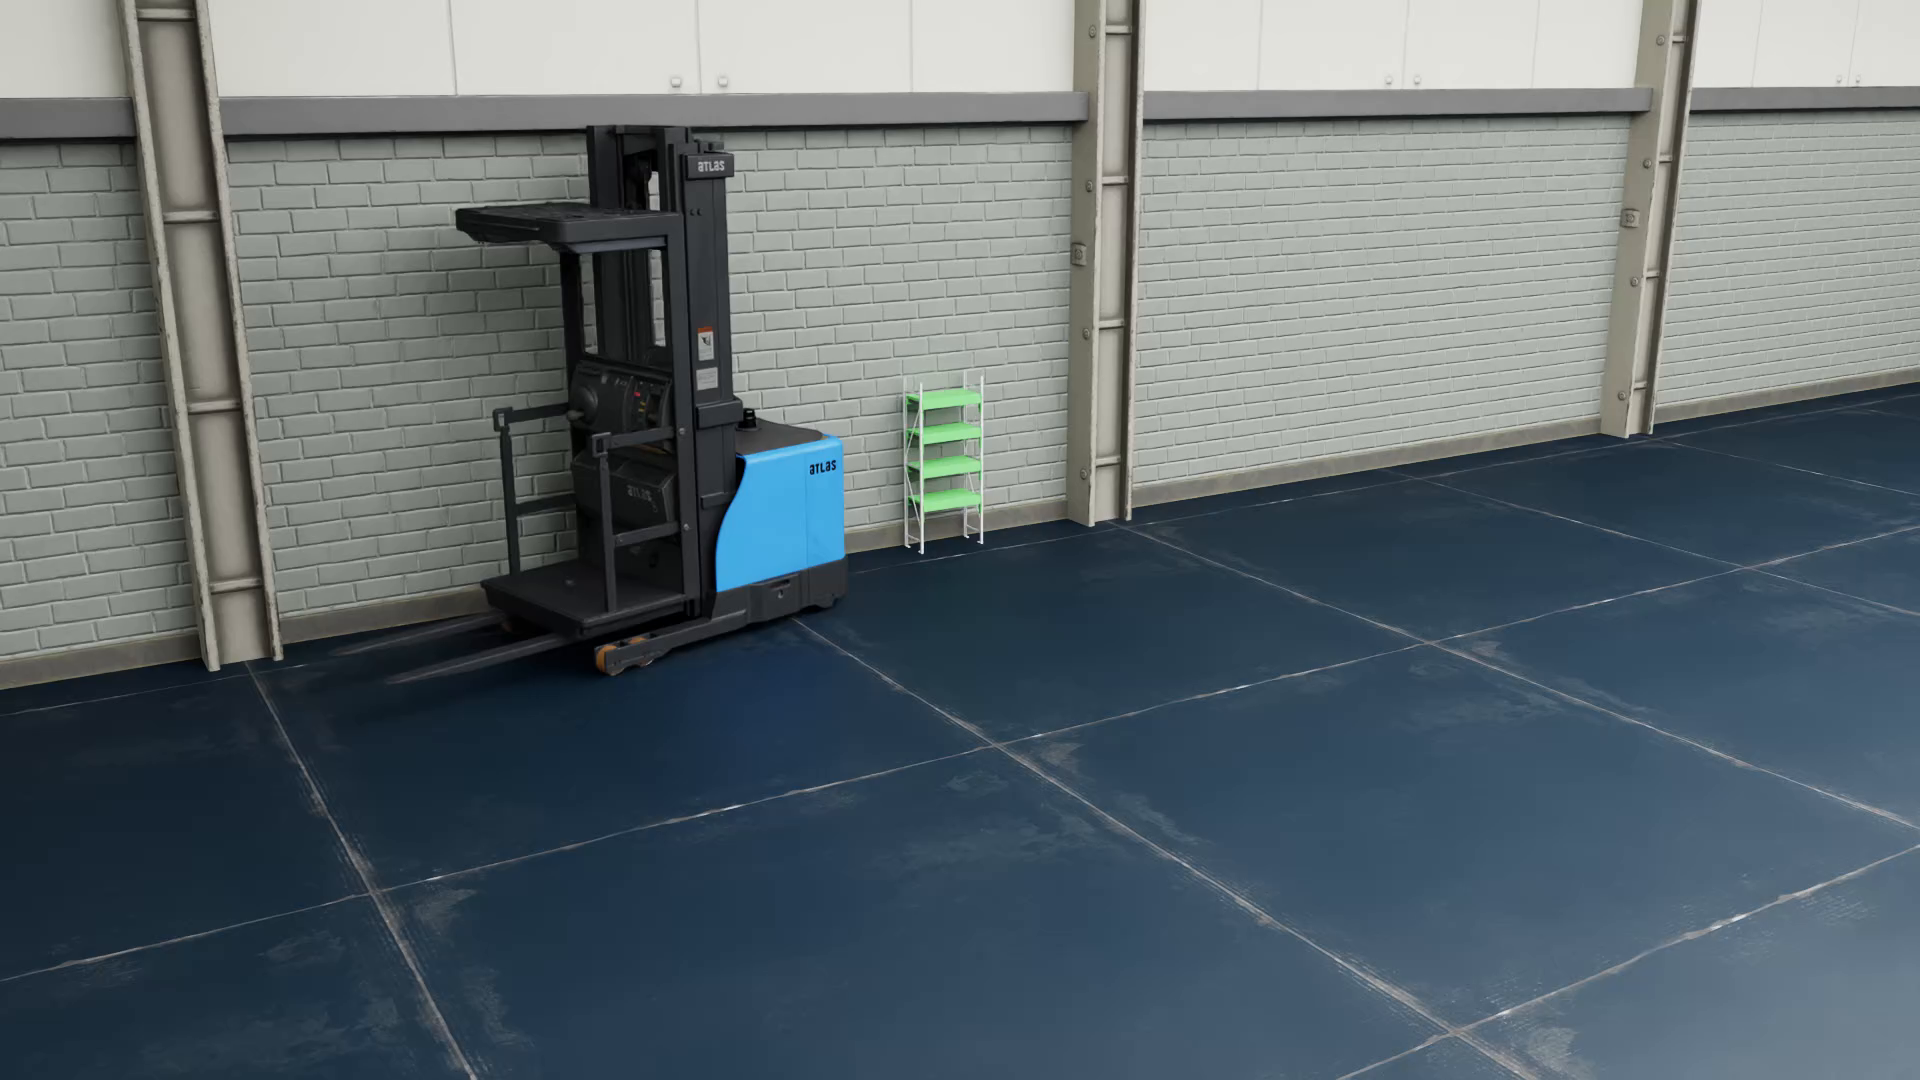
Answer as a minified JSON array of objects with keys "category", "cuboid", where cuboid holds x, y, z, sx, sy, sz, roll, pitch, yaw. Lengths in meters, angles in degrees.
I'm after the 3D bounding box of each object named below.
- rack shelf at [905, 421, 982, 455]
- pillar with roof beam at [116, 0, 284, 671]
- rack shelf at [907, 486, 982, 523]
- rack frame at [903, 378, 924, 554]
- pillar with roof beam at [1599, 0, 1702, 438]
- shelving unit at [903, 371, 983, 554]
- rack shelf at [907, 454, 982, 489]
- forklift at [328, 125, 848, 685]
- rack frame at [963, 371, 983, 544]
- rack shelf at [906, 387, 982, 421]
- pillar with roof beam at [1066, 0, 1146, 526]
[{"category":"rack shelf","cuboid":[-0.116,-0.714,11.579,0.480,0.148,0.258,-9,18,-30]},{"category":"pillar with roof beam","cuboid":[-1.887,-2.665,4.744,0.400,9.000,9.100,-9,18,-30]},{"category":"rack shelf","cuboid":[-0.115,-0.251,11.707,0.480,0.148,0.258,-9,18,-30]},{"category":"rack frame","cuboid":[-0.324,-0.510,11.503,0.015,1.200,0.240,-9,18,-30]},{"category":"pillar with roof beam","cuboid":[8.400,-4.333,10.695,0.400,9.000,9.100,-9,18,-30]},{"category":"shelving unit","cuboid":[-0.116,-0.544,11.626,0.503,1.200,0.258,-9,18,-30]},{"category":"rack shelf","cuboid":[-0.116,-0.483,11.643,0.480,0.148,0.258,-9,18,-30]},{"category":"forklift","cuboid":[-2.093,-0.817,9.393,1.130,2.935,3.031,15,21,42]},{"category":"rack frame","cuboid":[0.092,-0.579,11.749,0.015,1.200,0.240,-9,18,-30]},{"category":"rack shelf","cuboid":[-0.117,-0.945,11.515,0.480,0.148,0.258,-9,18,-30]},{"category":"pillar with roof beam","cuboid":[3.257,-3.499,7.720,0.400,9.000,9.100,-9,18,-30]}]
